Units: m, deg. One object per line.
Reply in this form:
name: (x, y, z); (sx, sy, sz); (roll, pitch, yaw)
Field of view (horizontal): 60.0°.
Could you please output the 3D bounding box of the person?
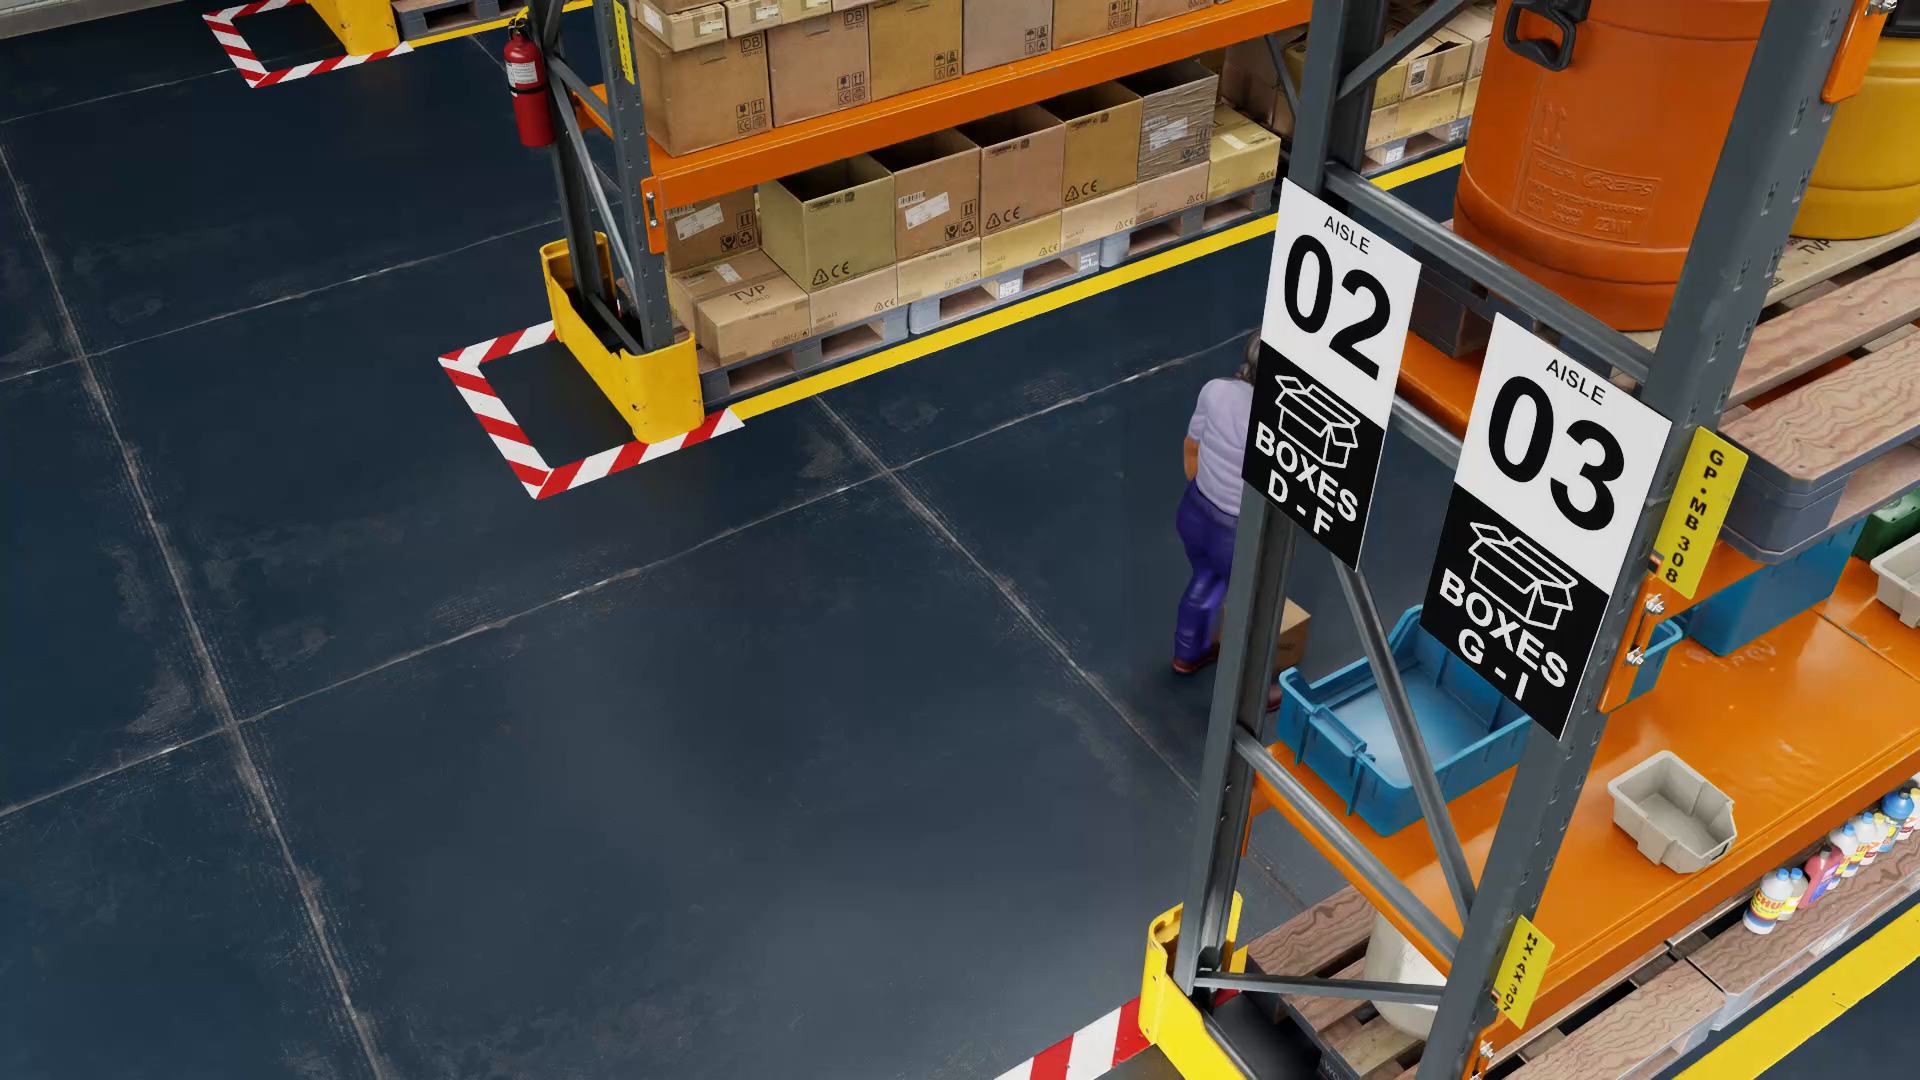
person: (1.046, -0.058, 6.230); (0.369, 1.652, 0.540); (-23, 46, -24)
